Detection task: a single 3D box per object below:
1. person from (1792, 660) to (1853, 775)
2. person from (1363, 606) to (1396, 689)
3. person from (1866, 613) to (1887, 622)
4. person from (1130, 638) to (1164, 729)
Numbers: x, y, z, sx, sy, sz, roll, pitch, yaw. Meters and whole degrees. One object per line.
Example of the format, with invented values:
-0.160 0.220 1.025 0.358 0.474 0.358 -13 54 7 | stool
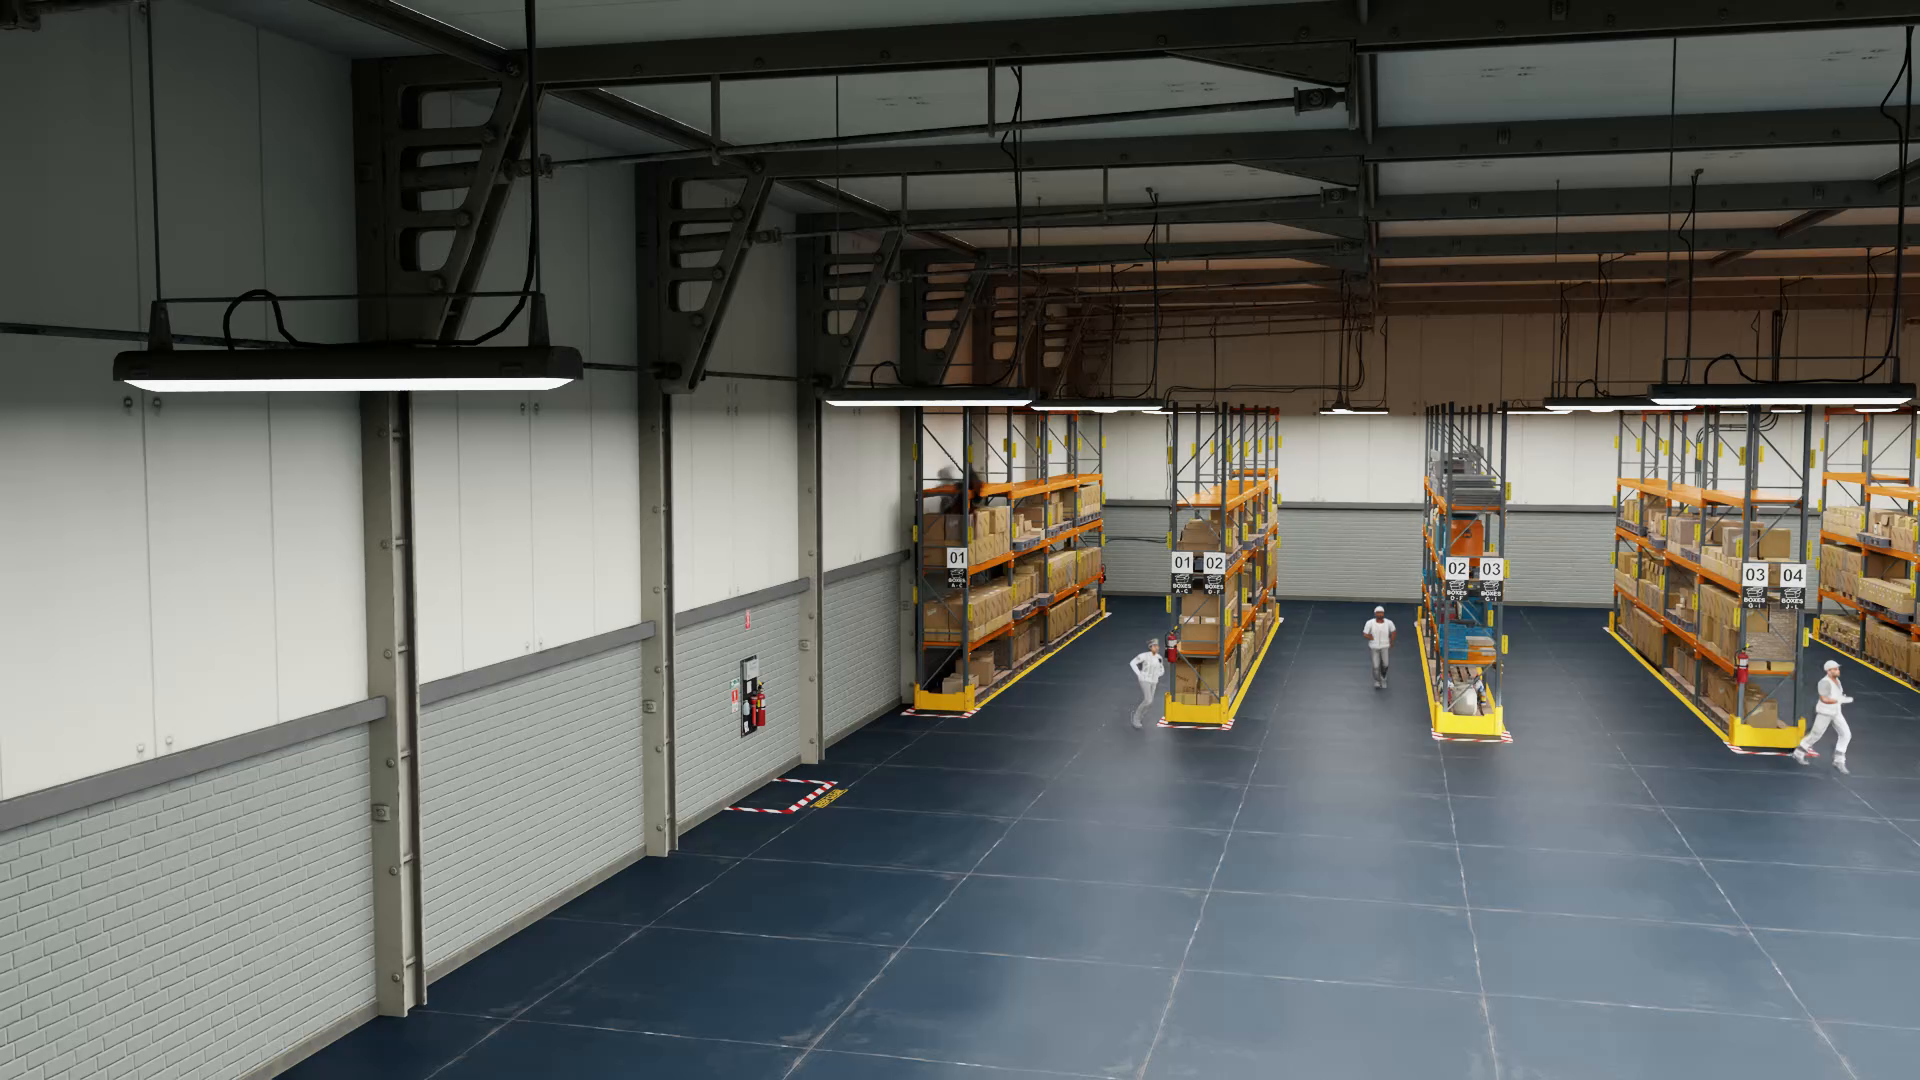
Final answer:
14.016 2.845 26.903 0.674 1.833 0.924 -3 5 -33 | person
8.820 2.271 34.913 0.680 1.750 0.626 1 4 10 | person
24.284 1.635 44.085 0.846 1.686 0.586 1 4 14 | person
3.483 2.632 30.634 0.603 1.661 0.568 -3 5 -31 | person
